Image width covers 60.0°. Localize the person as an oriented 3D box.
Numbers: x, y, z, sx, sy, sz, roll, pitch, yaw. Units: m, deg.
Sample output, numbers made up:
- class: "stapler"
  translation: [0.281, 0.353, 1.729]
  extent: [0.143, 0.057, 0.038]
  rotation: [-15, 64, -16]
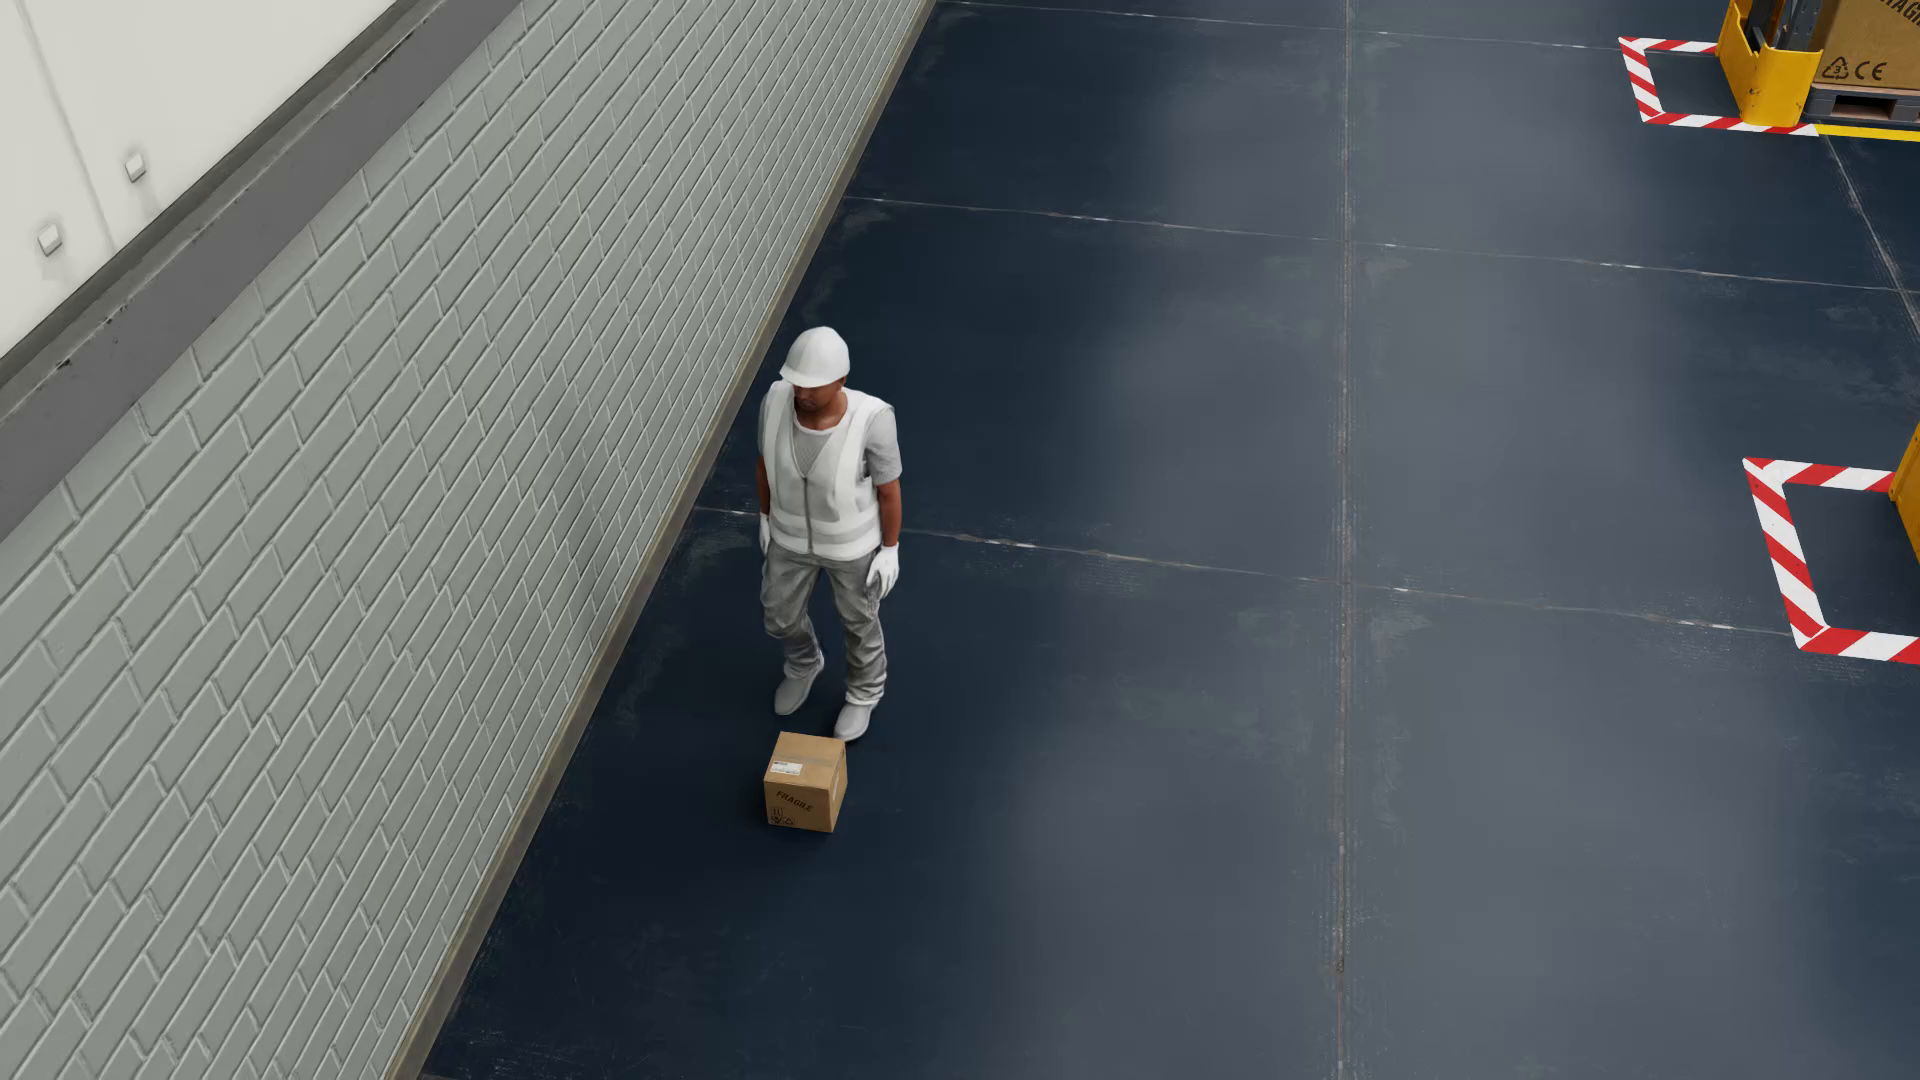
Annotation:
- class: "person"
  translation: [-0.490, 0.014, 6.120]
  extent: [0.570, 1.827, 0.383]
  rotation: [11, 41, 13]
